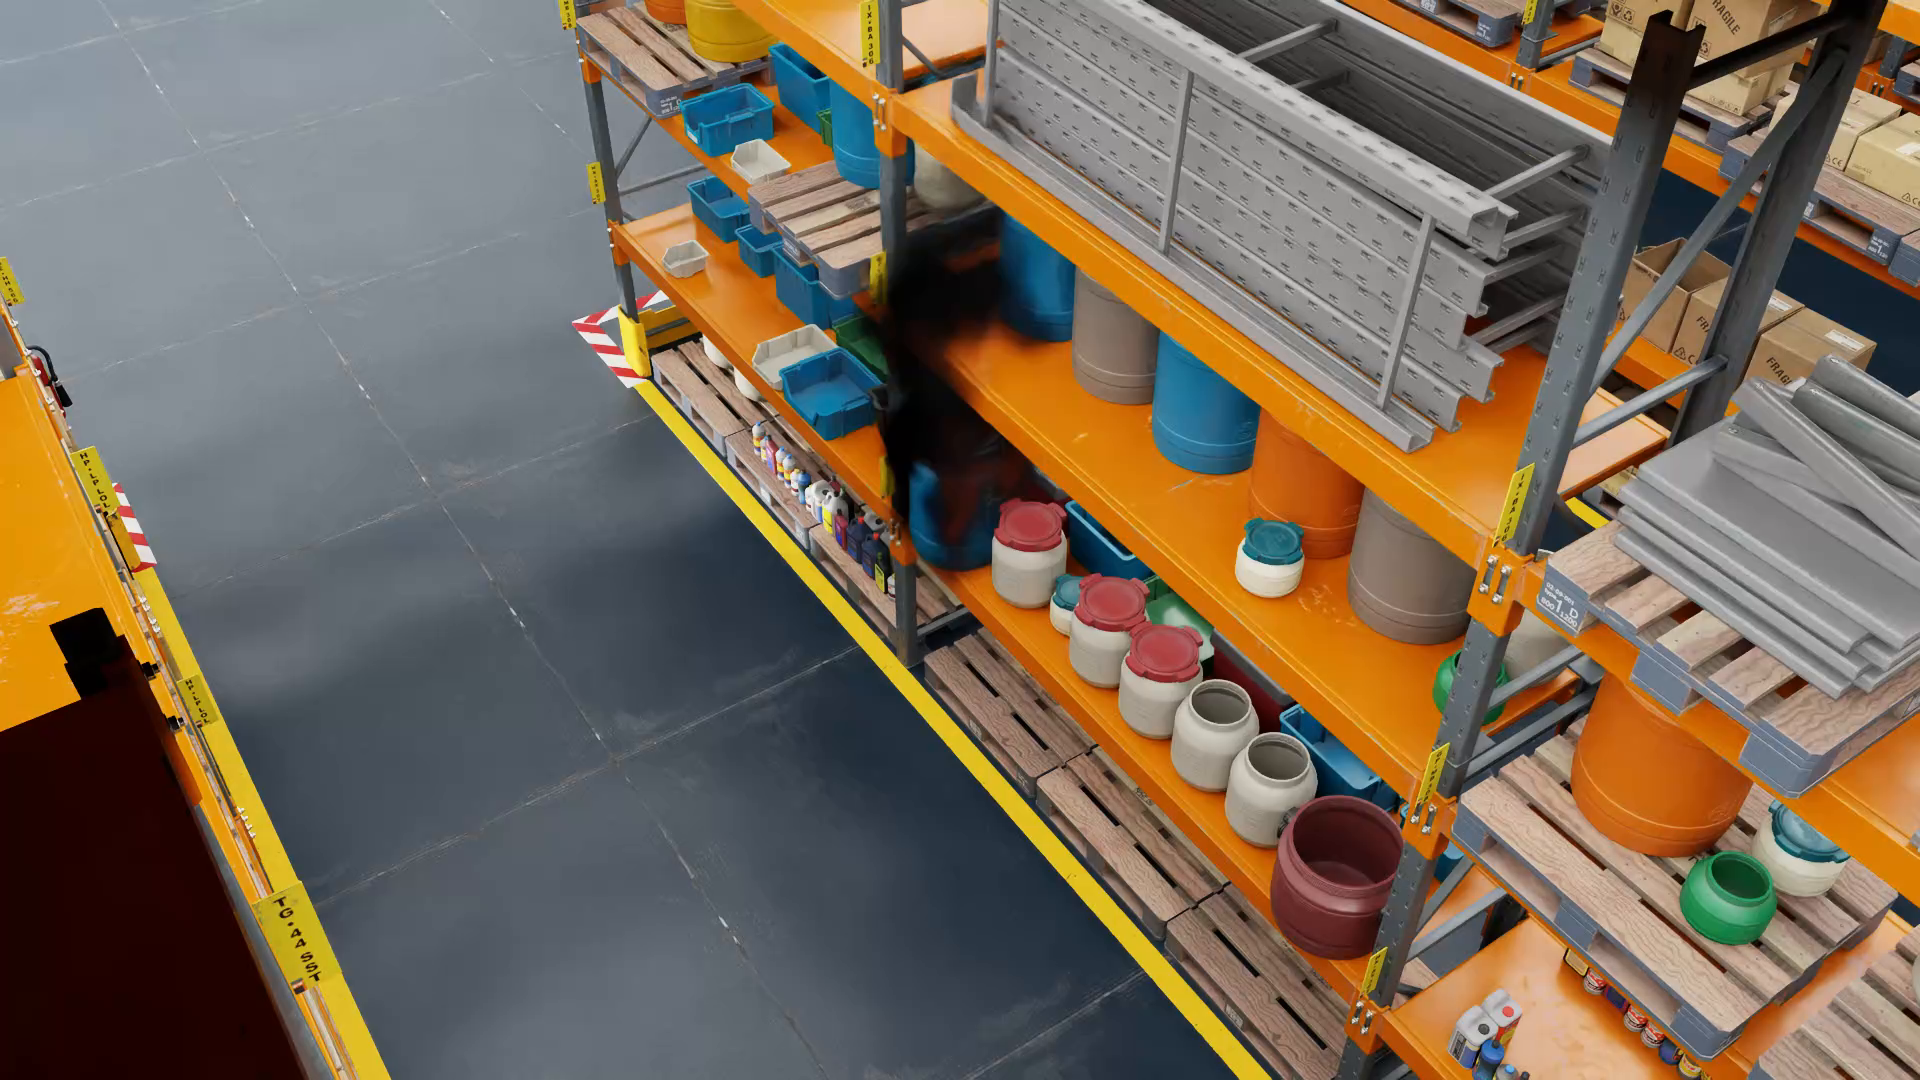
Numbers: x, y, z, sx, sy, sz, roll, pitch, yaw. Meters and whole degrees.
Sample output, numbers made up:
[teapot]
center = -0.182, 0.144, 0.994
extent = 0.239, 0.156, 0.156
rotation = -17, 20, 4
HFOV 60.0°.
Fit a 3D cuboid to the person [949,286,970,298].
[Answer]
[person]
center = -0.042, -2.264, 12.560
extent = 0.593, 1.702, 0.620
rotation = -27, 49, -26
